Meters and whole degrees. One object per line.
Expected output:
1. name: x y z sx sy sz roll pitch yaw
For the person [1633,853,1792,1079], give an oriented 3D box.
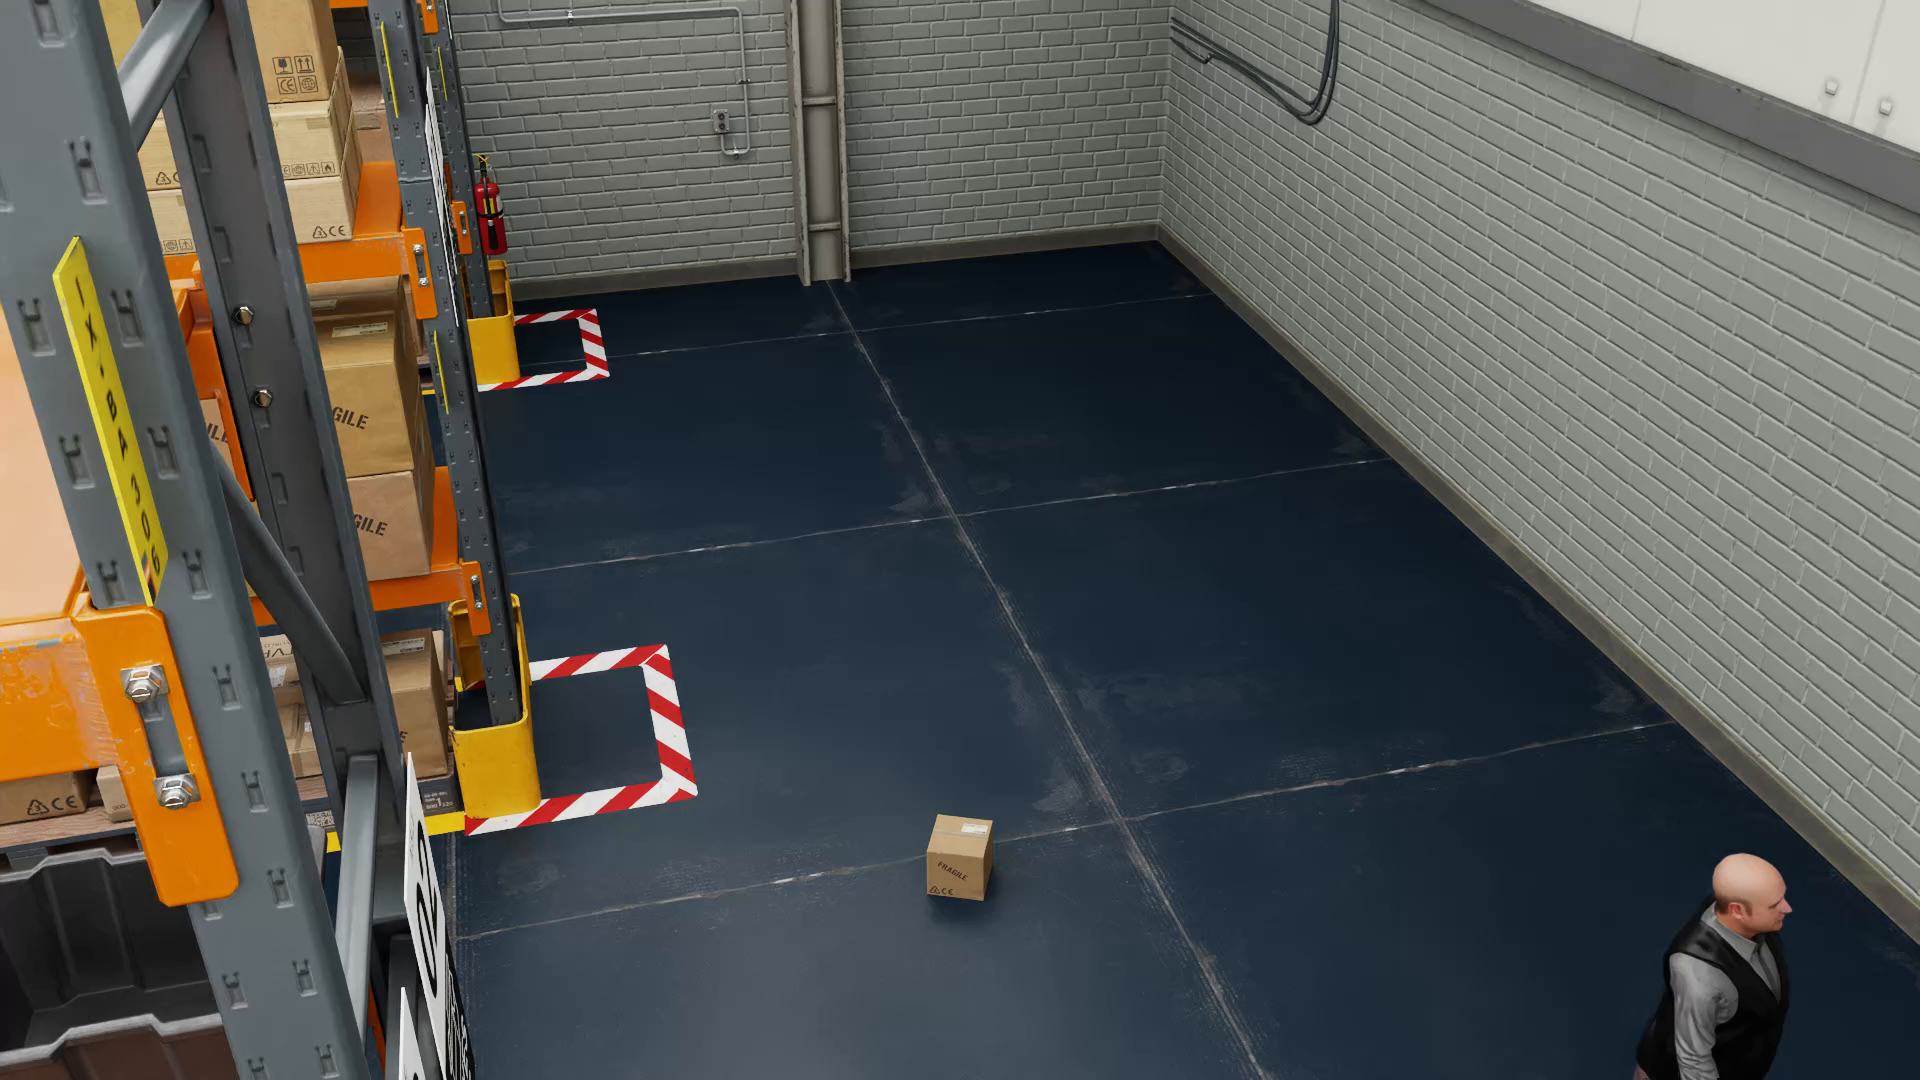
1. person: 2.399 1.743 5.280 0.556 1.765 0.722 -27 39 -38
